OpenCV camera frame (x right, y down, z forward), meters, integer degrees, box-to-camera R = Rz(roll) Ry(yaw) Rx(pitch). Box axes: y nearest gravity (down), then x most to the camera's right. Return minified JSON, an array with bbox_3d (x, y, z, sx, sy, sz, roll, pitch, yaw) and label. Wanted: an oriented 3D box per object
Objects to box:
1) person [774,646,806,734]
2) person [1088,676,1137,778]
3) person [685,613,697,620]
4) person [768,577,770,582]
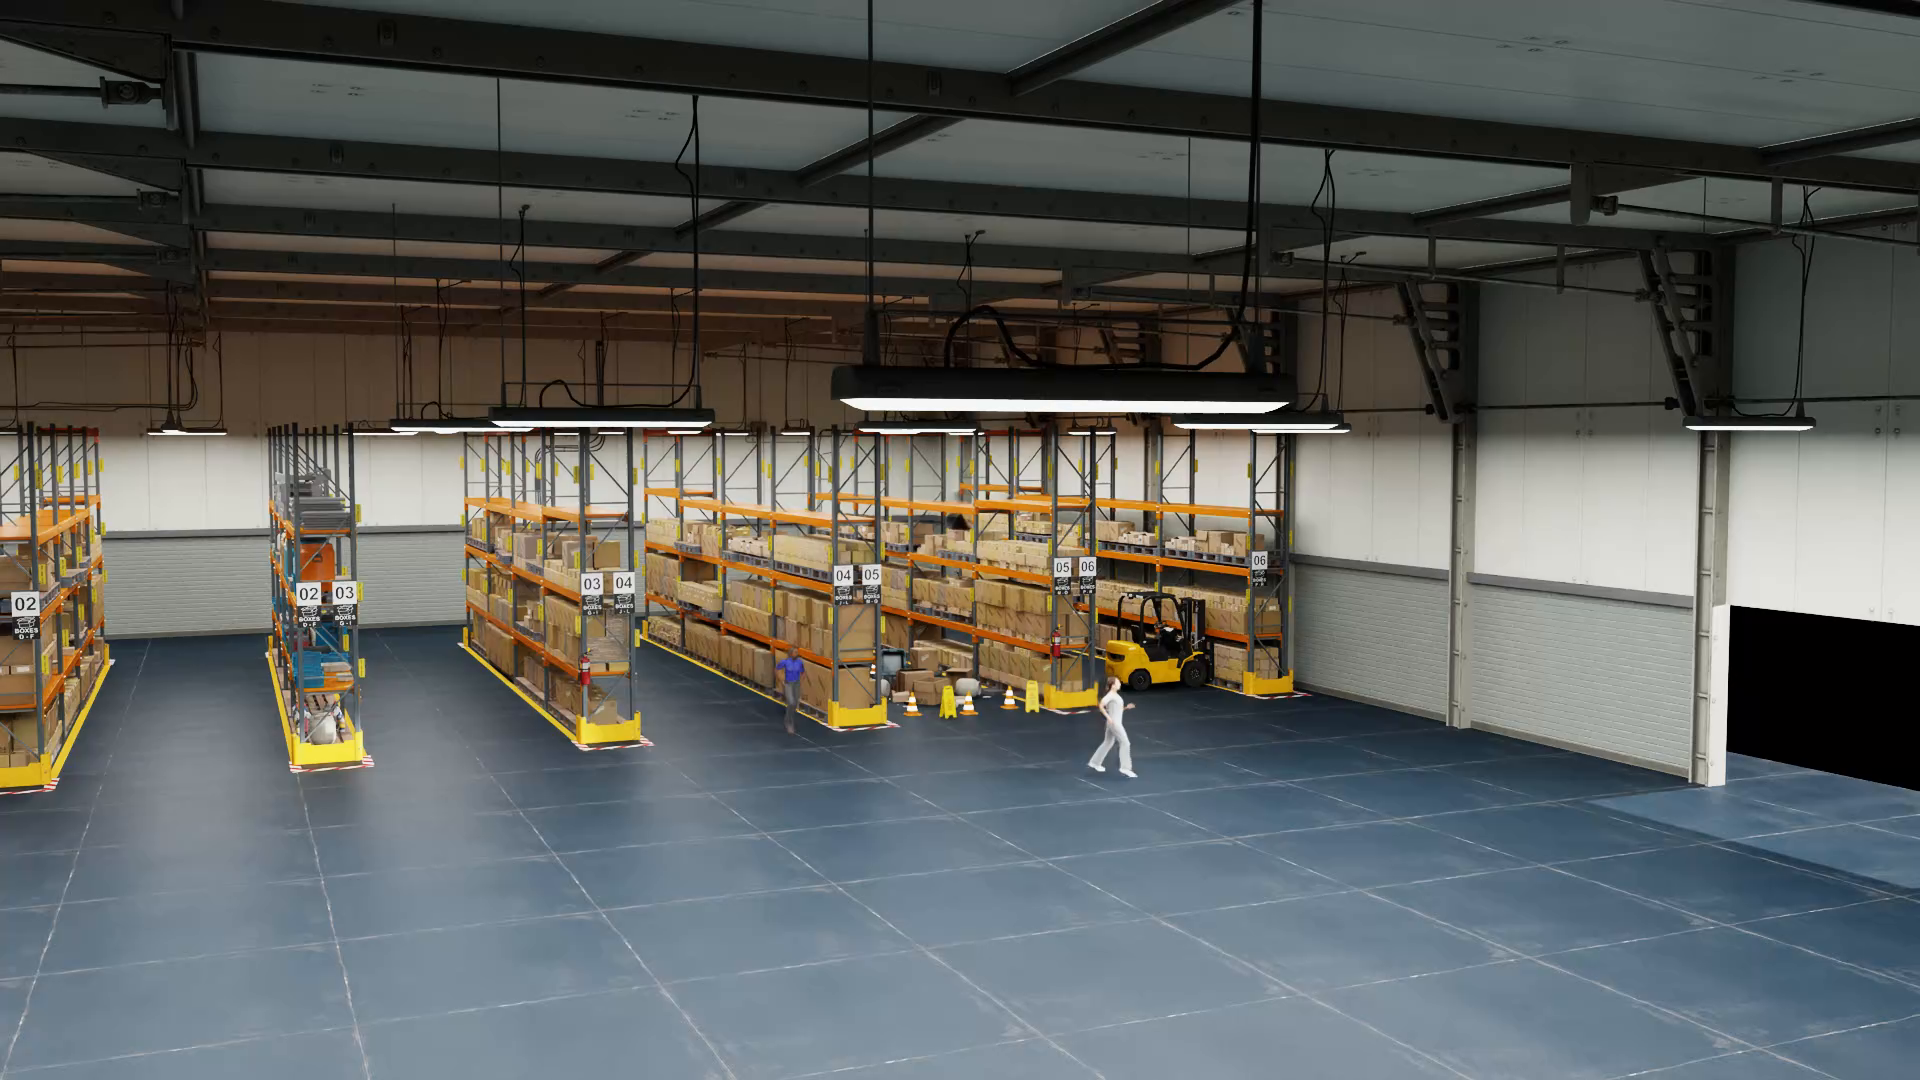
[{"bbox_3d":[-3.295,2.924,32.525,0.581,1.691,0.719,-2,4,-33],"label":"person"},{"bbox_3d":[2.589,3.154,28.125,0.822,1.713,0.541,0,4,6],"label":"person"},{"bbox_3d":[-8.030,1.860,49.146,0.564,1.718,0.780,3,4,36],"label":"person"},{"bbox_3d":[-5.751,1.804,50.744,0.623,1.640,0.560,-1,4,-21],"label":"person"}]
